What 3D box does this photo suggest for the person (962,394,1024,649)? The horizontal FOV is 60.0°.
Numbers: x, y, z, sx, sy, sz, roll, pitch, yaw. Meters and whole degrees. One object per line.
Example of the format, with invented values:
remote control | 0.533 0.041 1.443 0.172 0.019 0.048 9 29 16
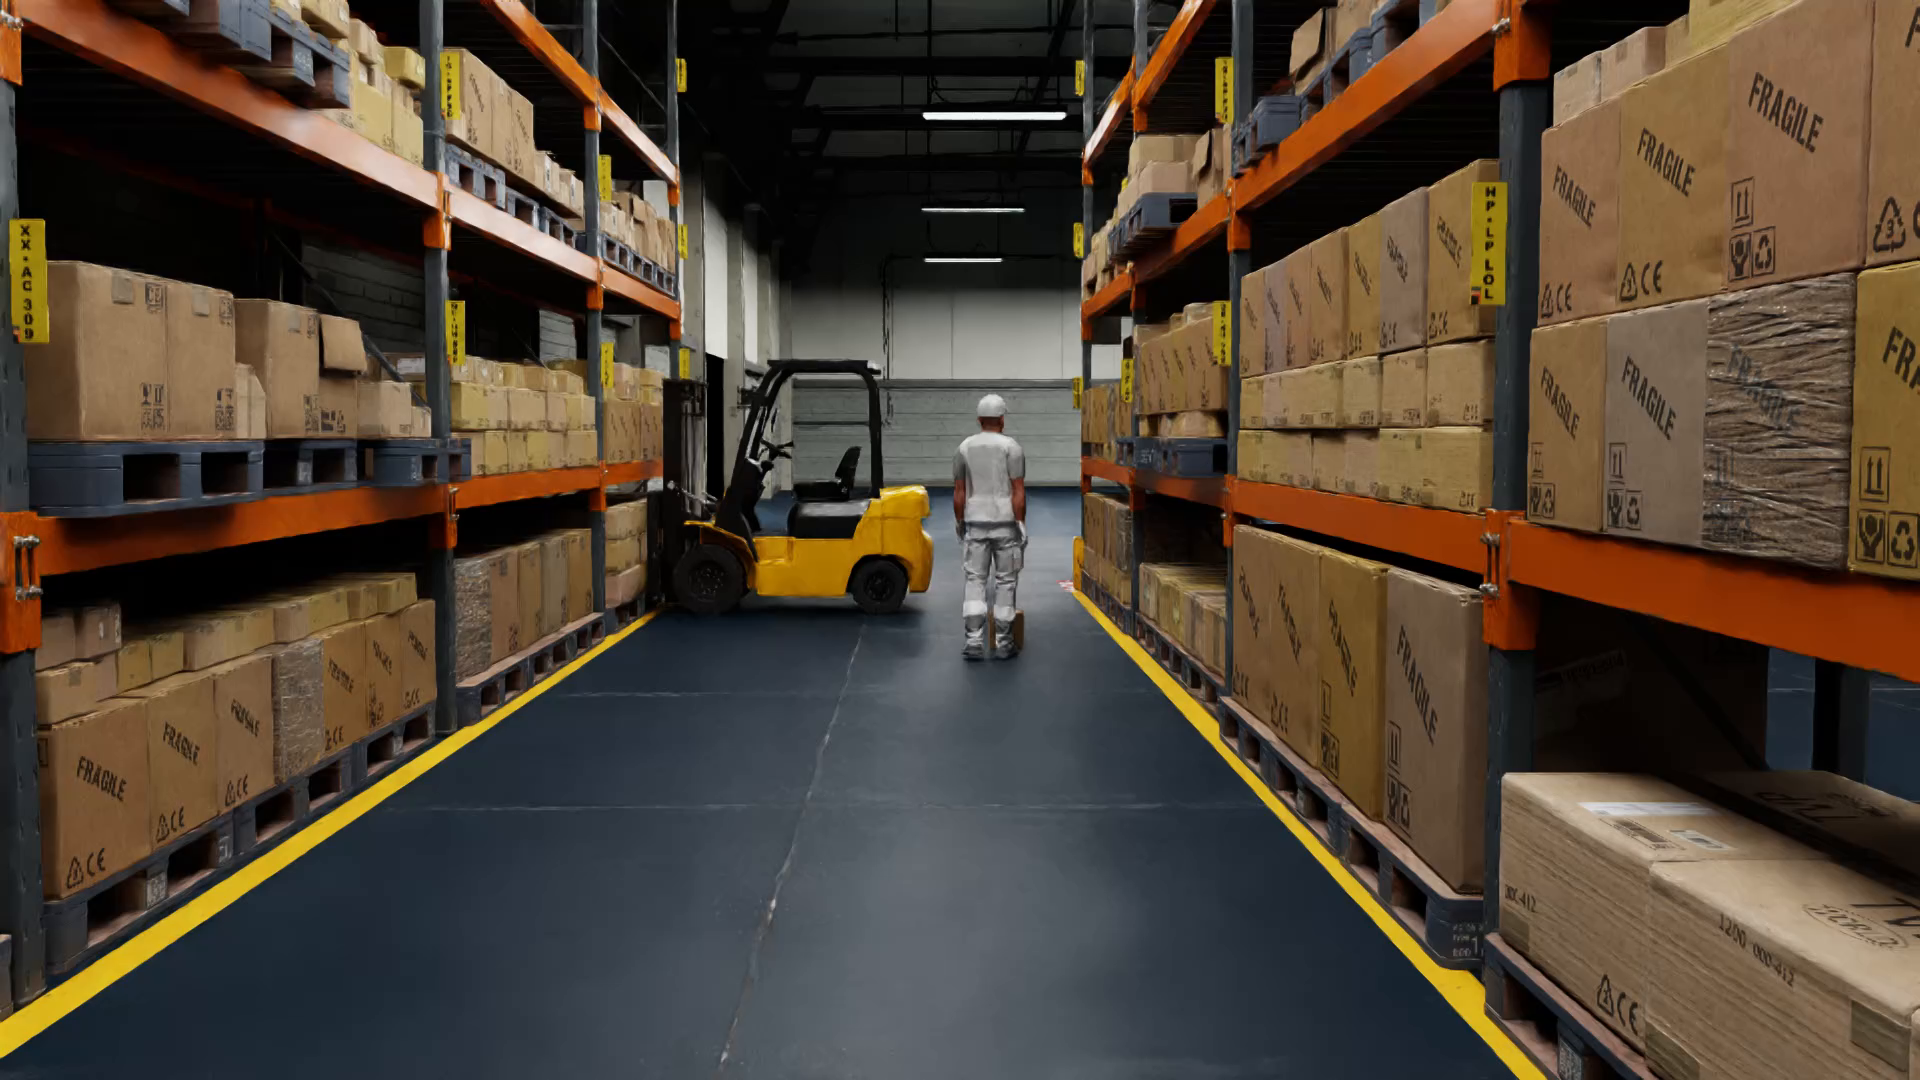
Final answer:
person | 12.380 -1.084 26.742 11.204 1.801 38.278 2 4 22
